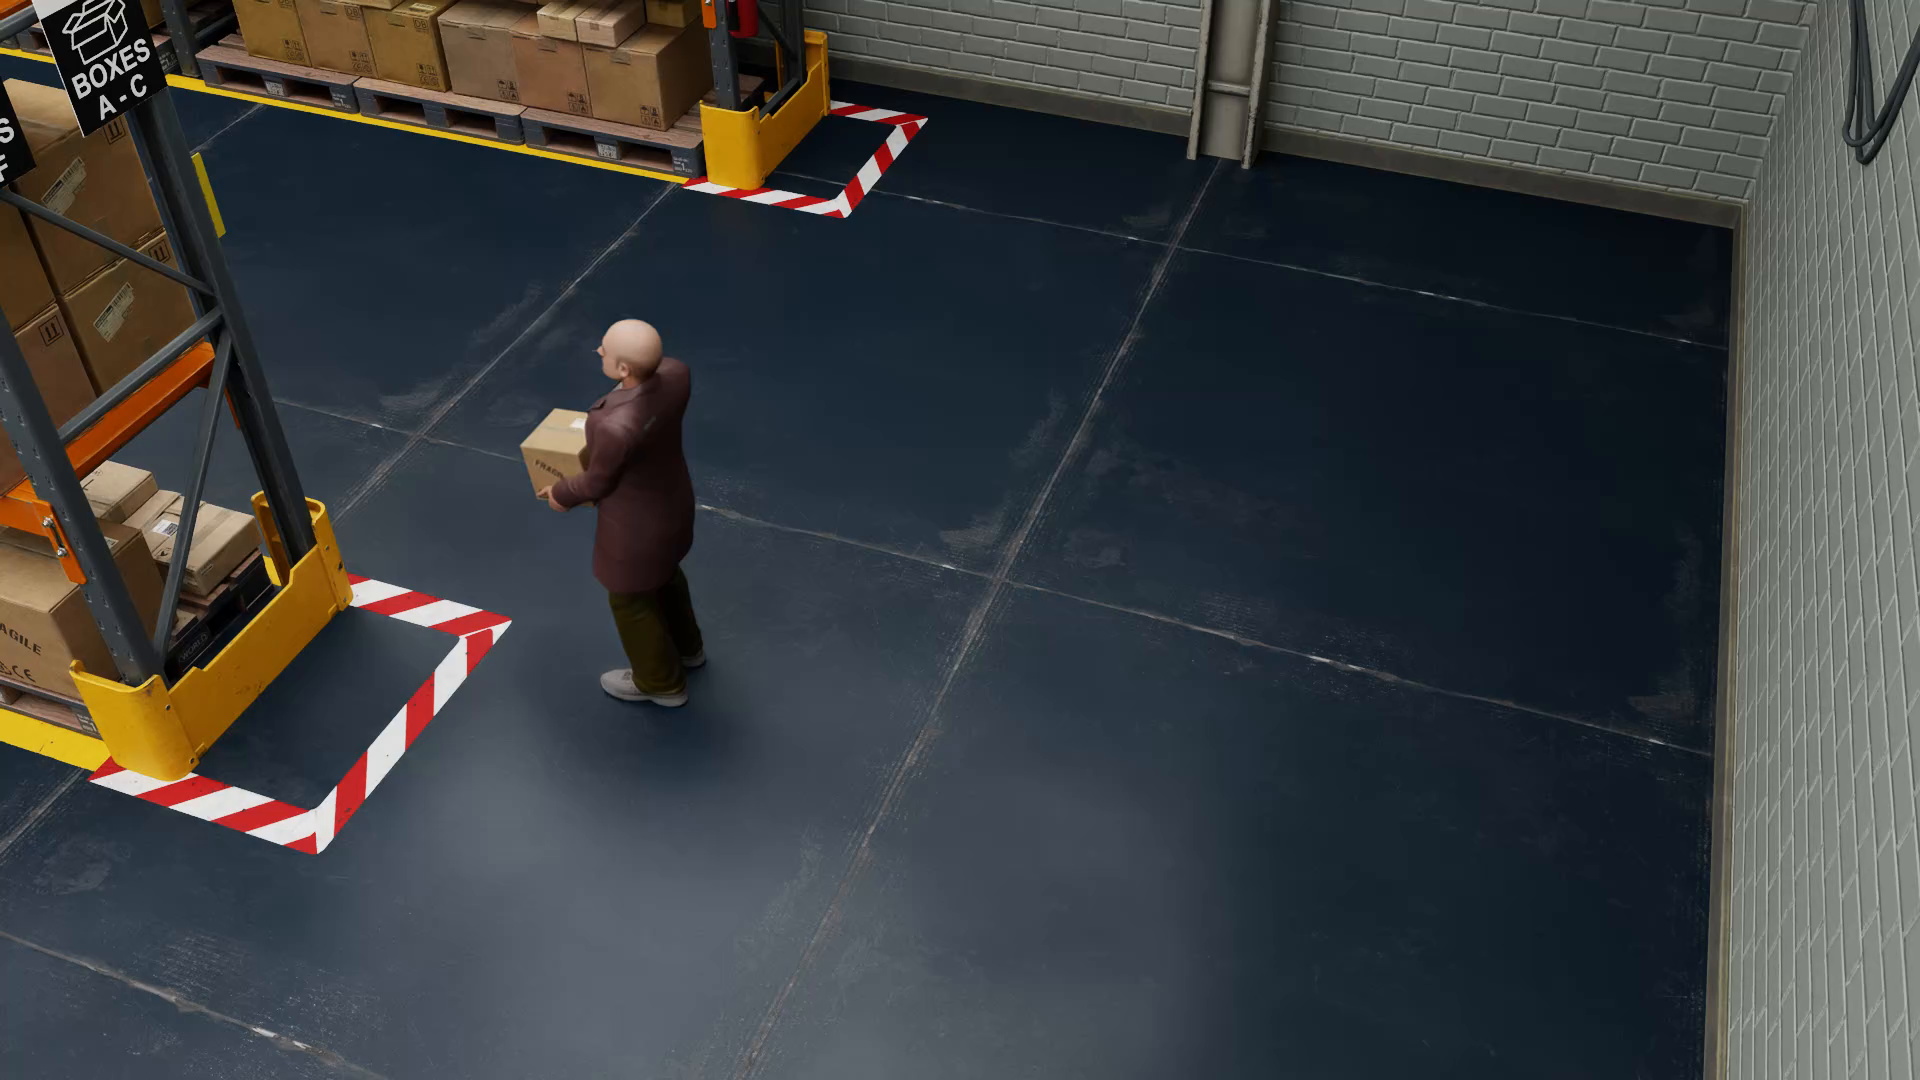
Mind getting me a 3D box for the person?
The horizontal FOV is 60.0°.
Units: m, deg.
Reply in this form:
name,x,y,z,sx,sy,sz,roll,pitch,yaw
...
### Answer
name,x,y,z,sx,sy,sz,roll,pitch,yaw
person,-1.282,-0.121,6.312,0.553,1.769,0.526,14,43,15
